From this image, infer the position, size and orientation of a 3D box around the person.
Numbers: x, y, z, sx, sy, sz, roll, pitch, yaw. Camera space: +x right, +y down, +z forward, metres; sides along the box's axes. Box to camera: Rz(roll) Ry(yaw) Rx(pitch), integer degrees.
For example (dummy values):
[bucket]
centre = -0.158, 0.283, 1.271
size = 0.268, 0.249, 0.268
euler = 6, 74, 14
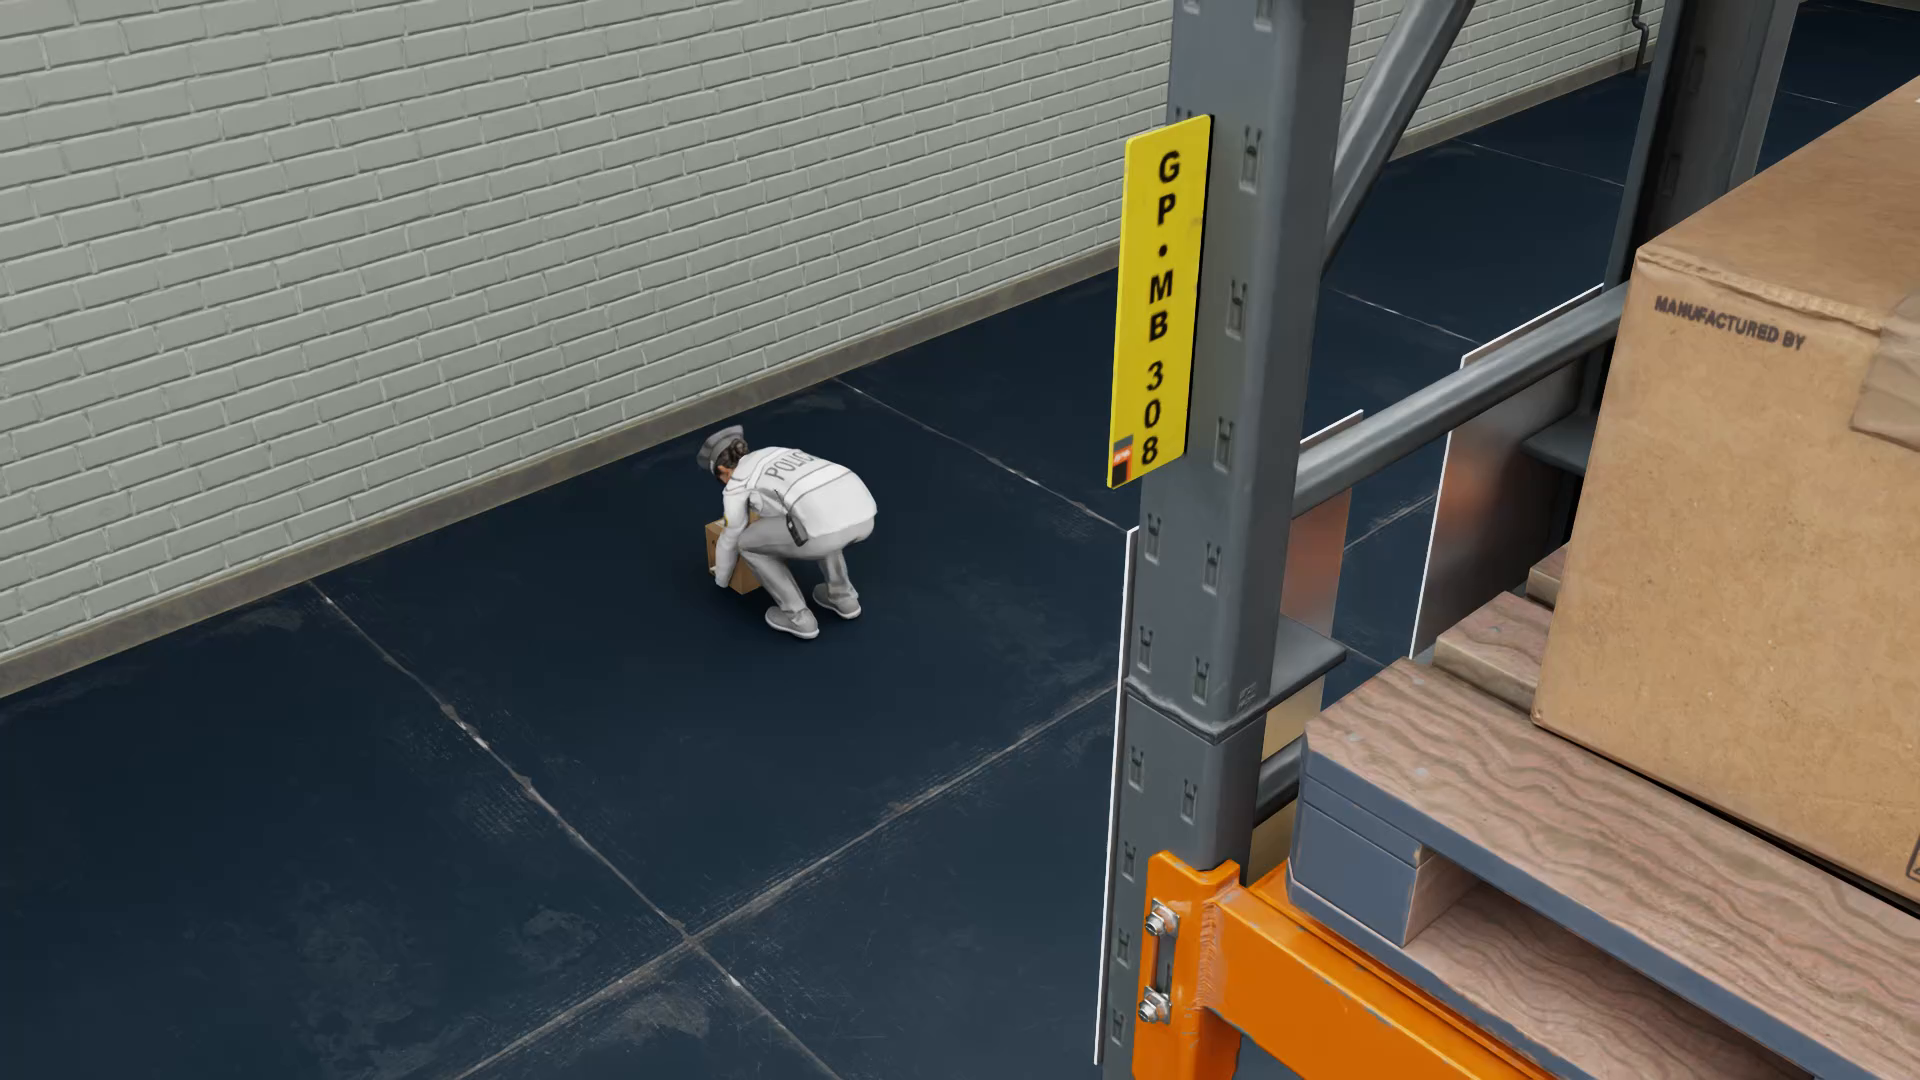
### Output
[person]
centre = -0.745, -0.038, 7.080
size = 0.458, 0.760, 0.914
euler = -27, 41, -36
